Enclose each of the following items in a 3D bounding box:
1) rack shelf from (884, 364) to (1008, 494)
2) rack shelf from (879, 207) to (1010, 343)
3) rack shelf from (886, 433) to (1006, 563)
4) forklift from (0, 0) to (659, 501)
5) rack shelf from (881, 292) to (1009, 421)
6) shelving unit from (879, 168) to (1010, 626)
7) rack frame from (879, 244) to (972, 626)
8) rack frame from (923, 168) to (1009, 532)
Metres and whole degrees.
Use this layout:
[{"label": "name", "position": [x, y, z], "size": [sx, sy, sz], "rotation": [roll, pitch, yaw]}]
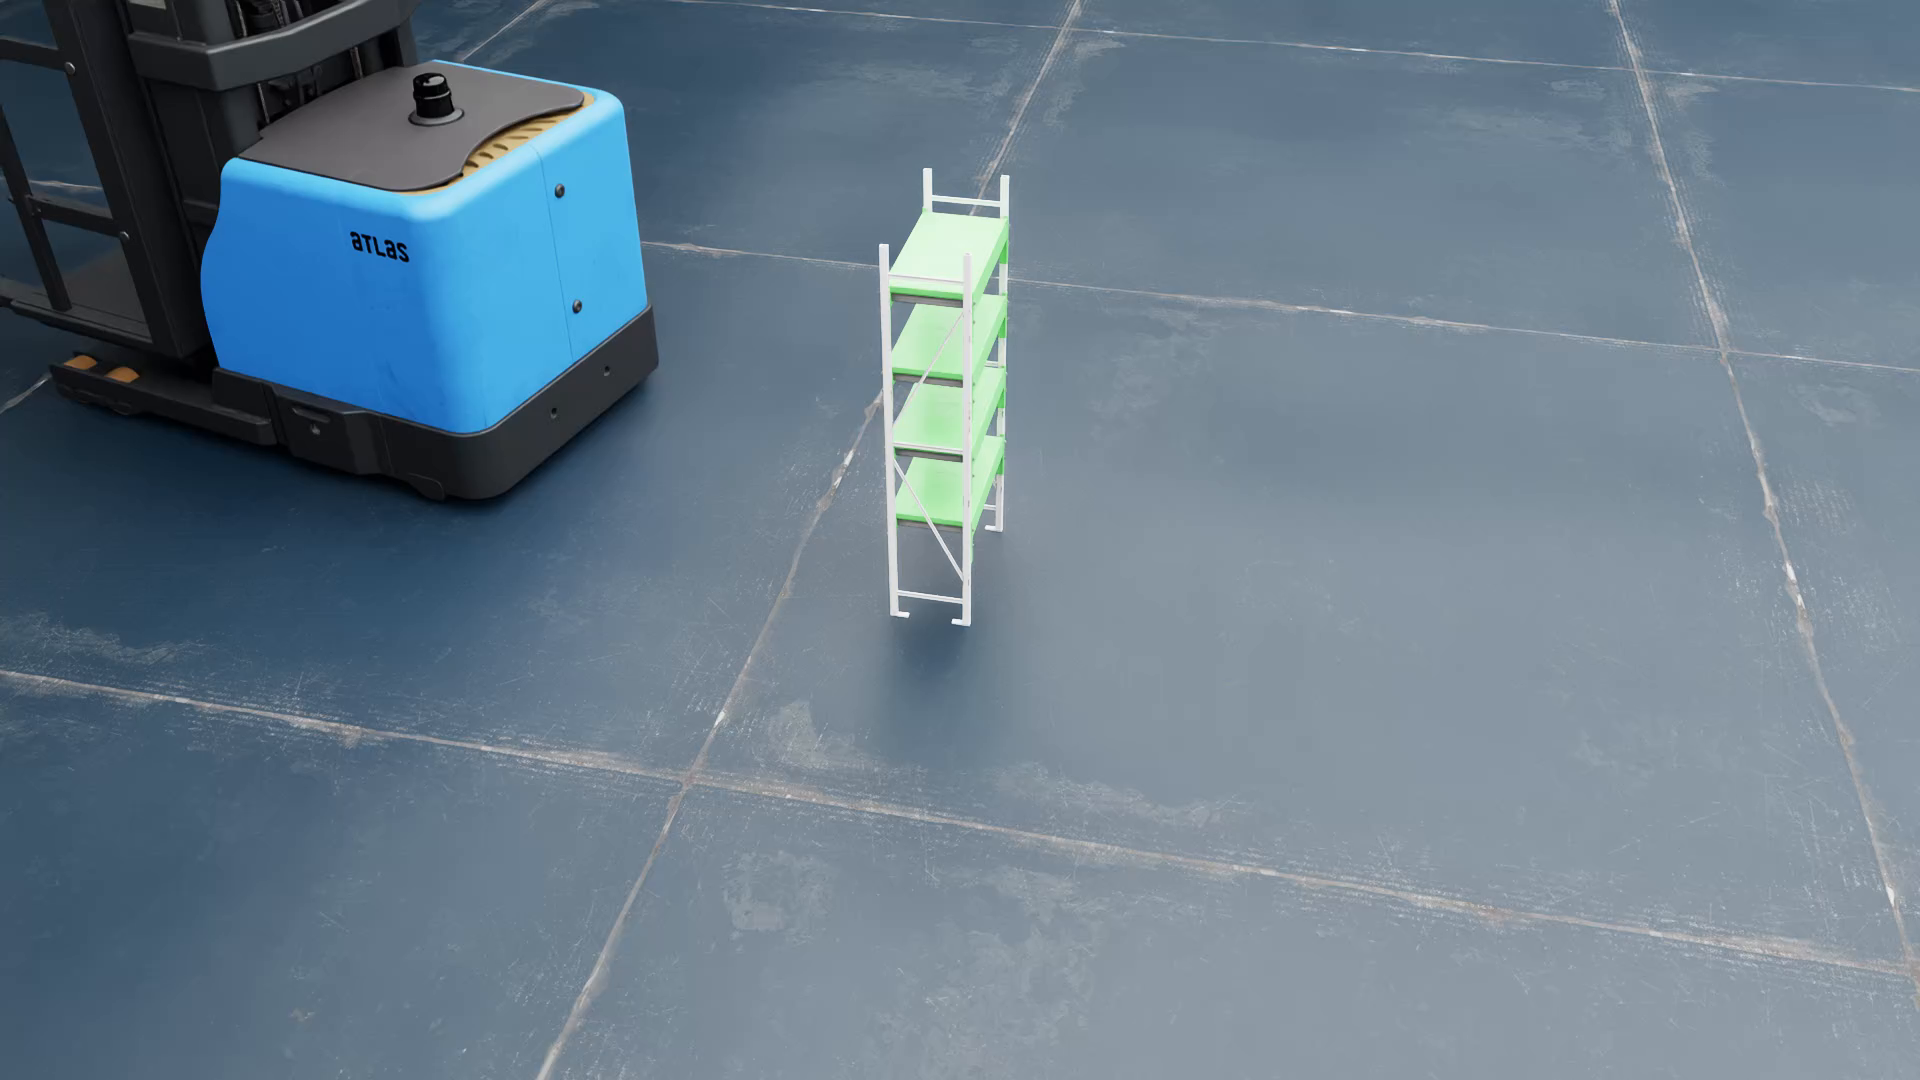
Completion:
[{"label": "rack shelf", "position": [-0.035, -0.339, 4.804], "size": [0.258, 0.148, 0.480], "rotation": [7, 37, 10]}, {"label": "rack shelf", "position": [-0.035, -0.728, 4.523], "size": [0.258, 0.148, 0.480], "rotation": [7, 37, 10]}, {"label": "rack shelf", "position": [-0.035, -0.145, 4.945], "size": [0.258, 0.148, 0.480], "rotation": [7, 37, 10]}, {"label": "forklift", "position": [-2.647, -1.890, 5.360], "size": [3.031, 2.935, 1.130], "rotation": [15, 39, 20]}, {"label": "rack shelf", "position": [-0.035, -0.534, 4.664], "size": [0.258, 0.148, 0.480], "rotation": [7, 37, 10]}, {"label": "shelving unit", "position": [-0.035, -0.391, 4.767], "size": [0.258, 1.200, 0.503], "rotation": [7, 37, 10]}, {"label": "rack frame", "position": [-0.087, -0.251, 4.574], "size": [0.240, 1.200, 0.015], "rotation": [7, 37, 10]}, {"label": "rack frame", "position": [0.017, -0.531, 4.960], "size": [0.240, 1.200, 0.015], "rotation": [7, 37, 10]}]
